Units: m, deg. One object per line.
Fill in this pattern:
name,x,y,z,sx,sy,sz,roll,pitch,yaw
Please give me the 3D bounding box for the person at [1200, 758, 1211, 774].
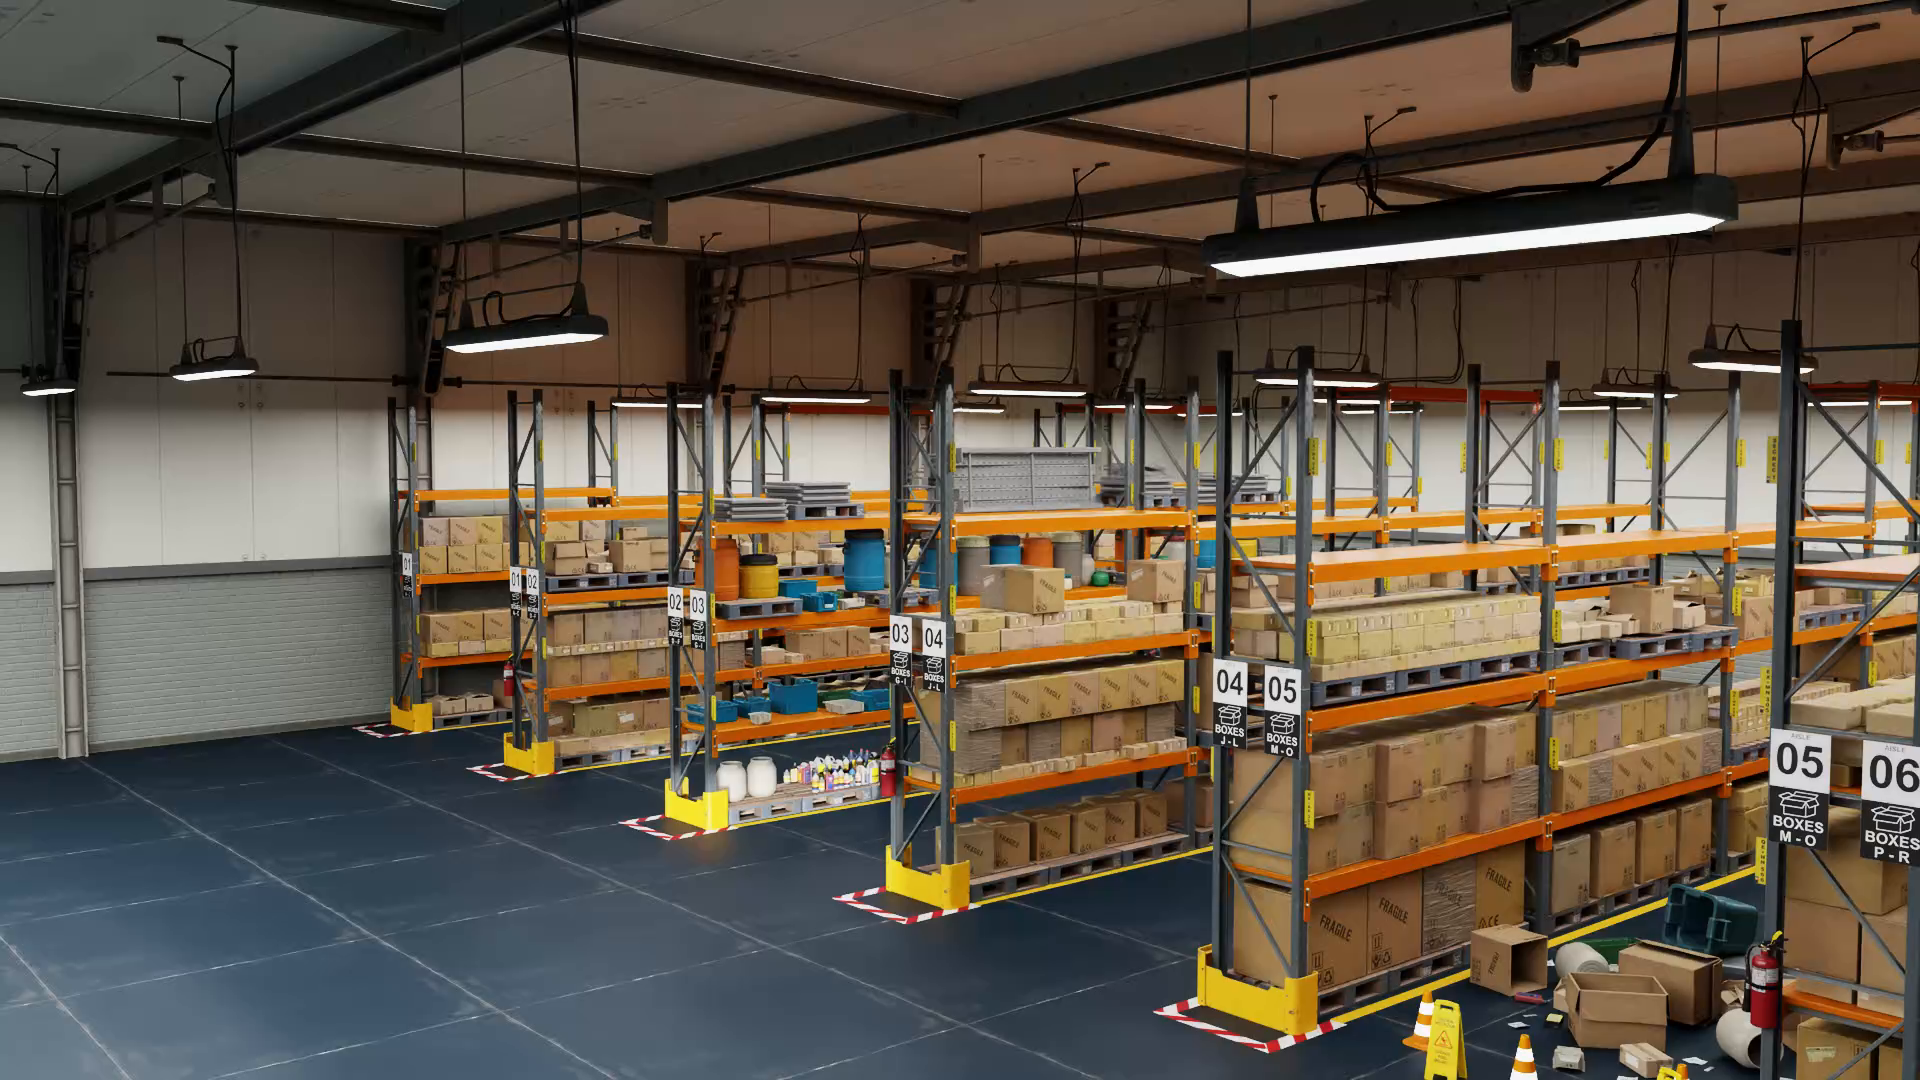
person,3.921,2.778,25.973,0.658,1.775,0.828,3,5,43
